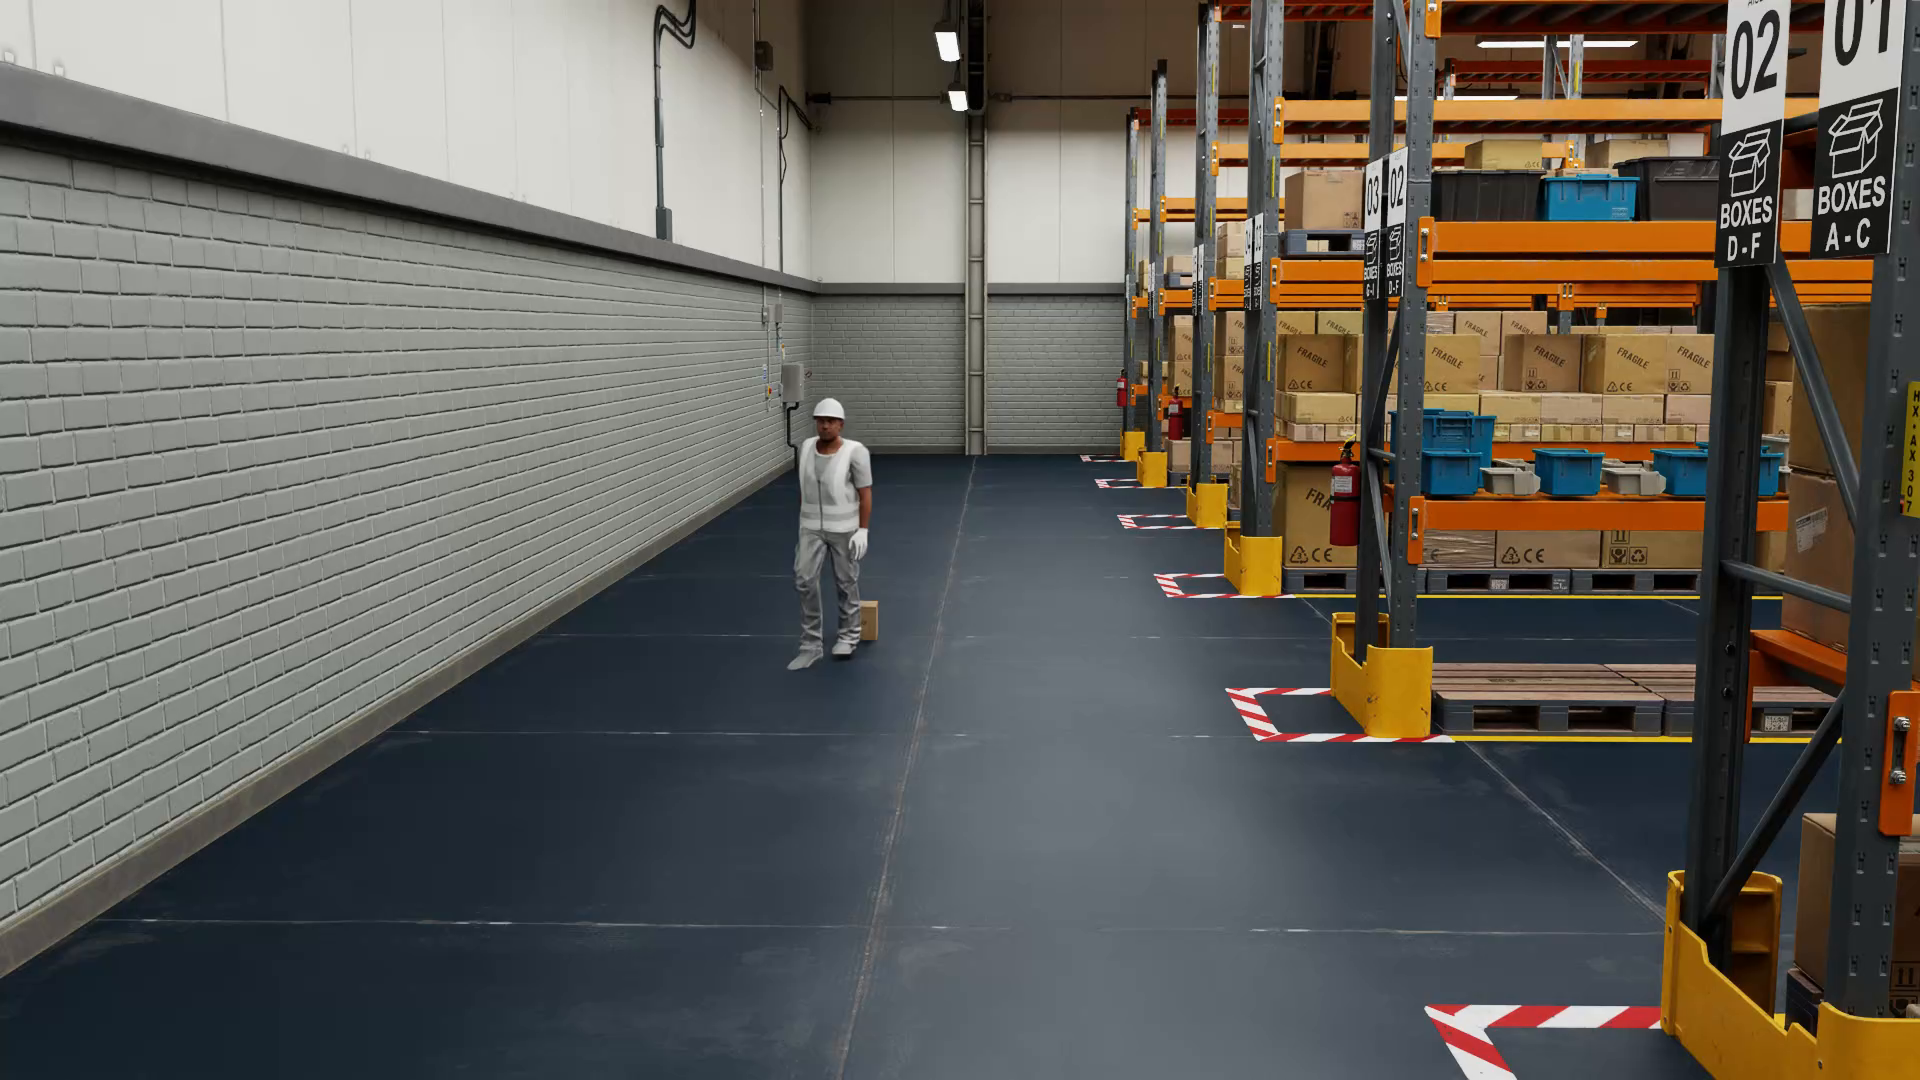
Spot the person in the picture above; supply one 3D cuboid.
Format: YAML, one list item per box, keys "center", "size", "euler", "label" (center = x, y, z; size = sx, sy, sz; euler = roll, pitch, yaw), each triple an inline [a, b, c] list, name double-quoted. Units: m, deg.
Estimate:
- center: [-0.849, -0.045, 11.120]
  size: [0.592, 1.812, 0.601]
  euler: [2, 7, 17]
  label: "person"
